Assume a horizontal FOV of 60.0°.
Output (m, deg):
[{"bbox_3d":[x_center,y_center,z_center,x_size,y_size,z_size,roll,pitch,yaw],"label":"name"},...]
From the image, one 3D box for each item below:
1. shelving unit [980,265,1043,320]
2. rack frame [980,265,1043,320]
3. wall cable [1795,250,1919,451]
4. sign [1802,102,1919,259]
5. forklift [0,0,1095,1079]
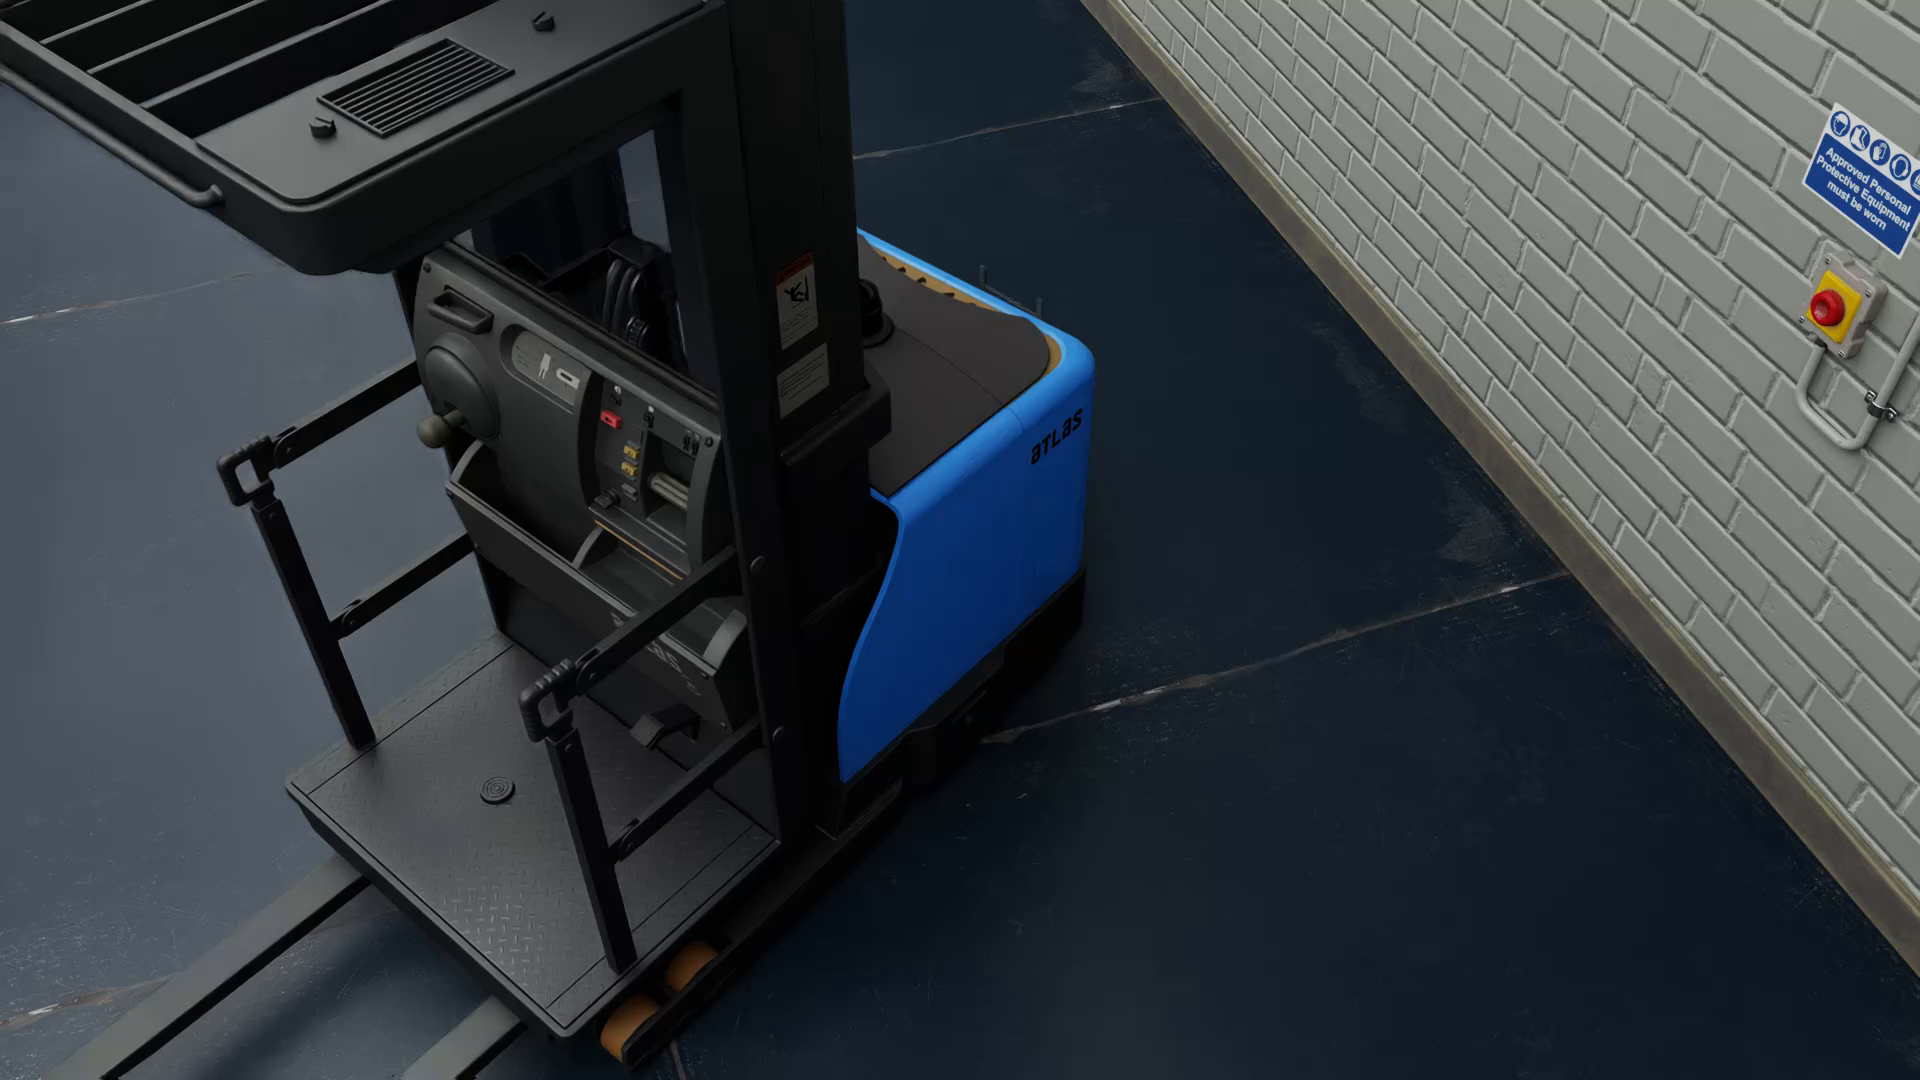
[{"bbox_3d":[0.074,-0.359,4.972,0.258,0.900,0.210,35,55,30],"label":"shelving unit"},{"bbox_3d":[0.145,-0.410,5.023,0.240,0.900,0.006,35,55,30],"label":"rack frame"},{"bbox_3d":[2.006,-1.039,3.429,0.123,1.953,0.585,-14,47,-14],"label":"wall cable"},{"bbox_3d":[2.047,-0.812,3.751,0.001,0.218,0.327,-14,47,-14],"label":"sign"},{"bbox_3d":[-0.973,-0.188,3.368,1.130,2.935,3.031,31,53,27],"label":"forklift"}]
